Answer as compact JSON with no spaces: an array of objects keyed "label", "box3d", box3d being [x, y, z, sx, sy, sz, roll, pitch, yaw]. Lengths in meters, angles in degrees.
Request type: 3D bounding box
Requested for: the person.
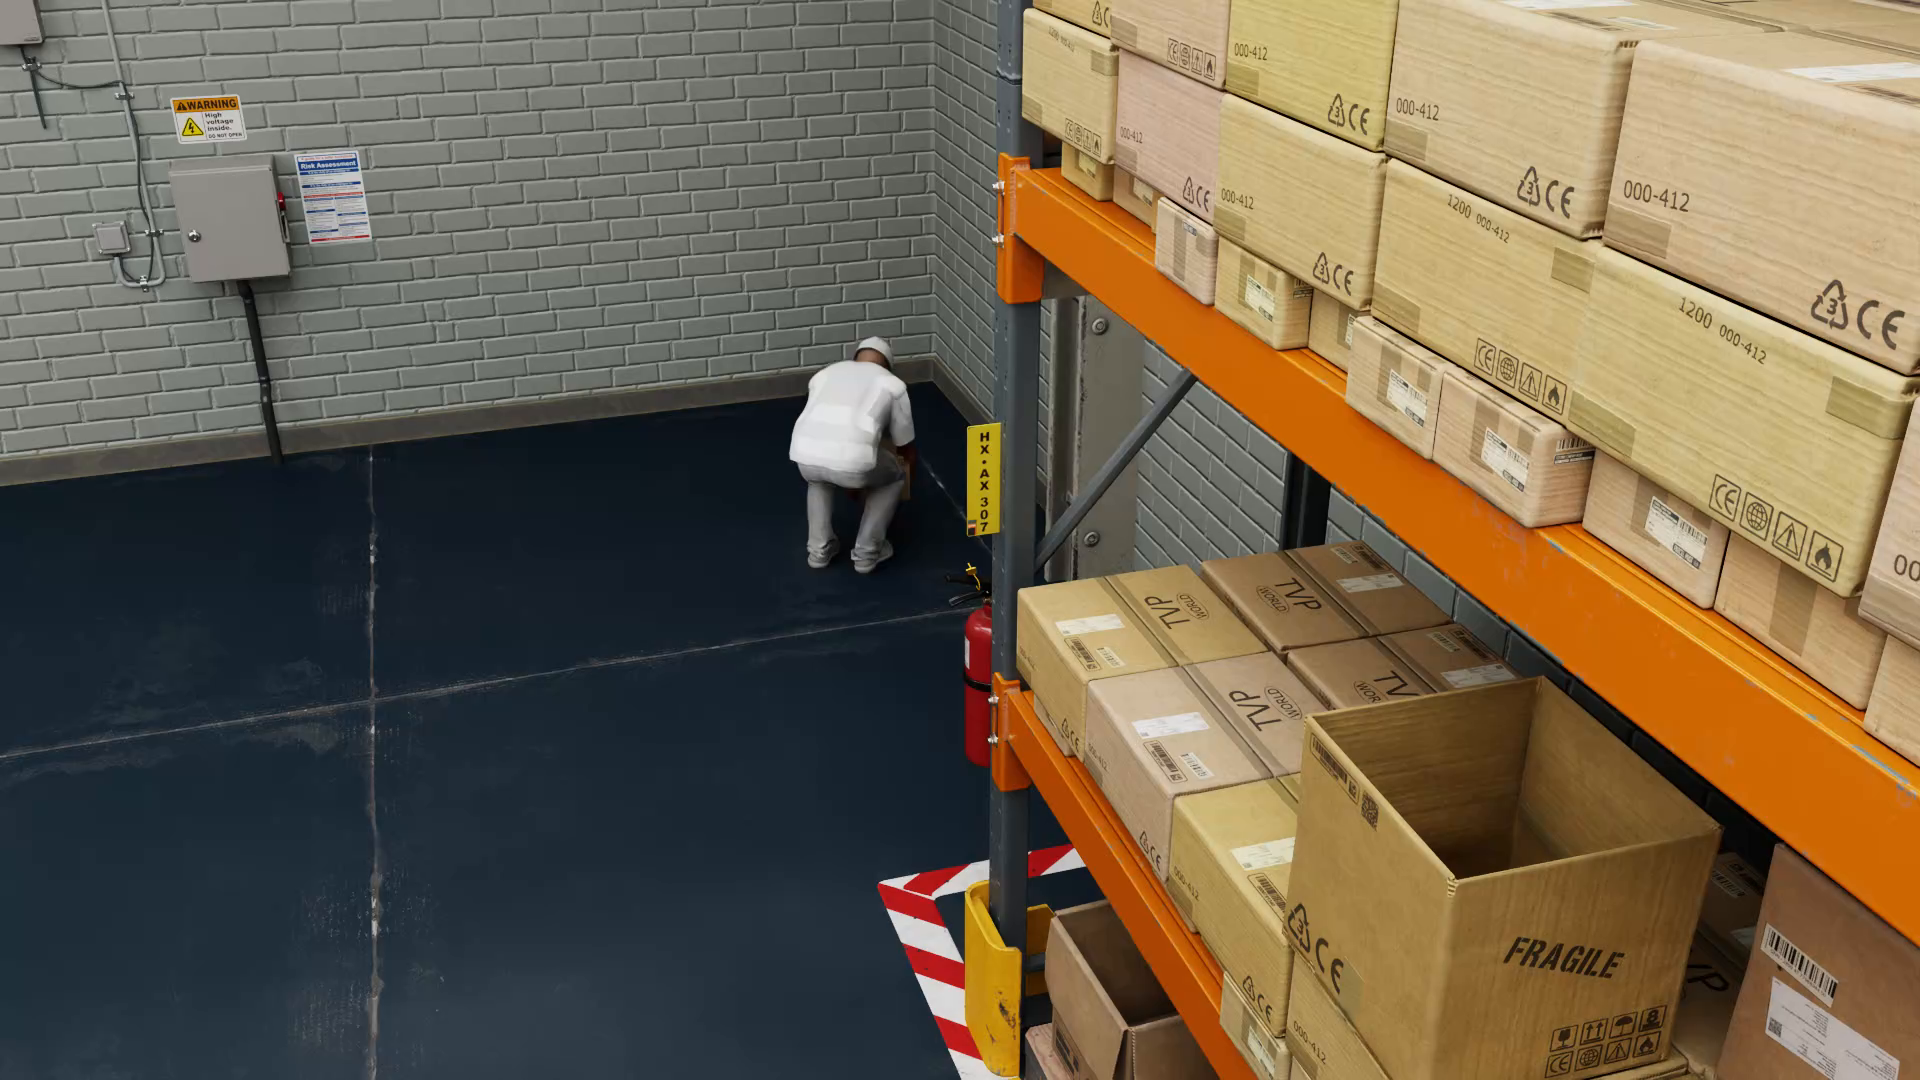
[{"label":"person","box3d":[-0.531,-0.409,8.279,0.526,1.010,0.950,8,27,16]}]
